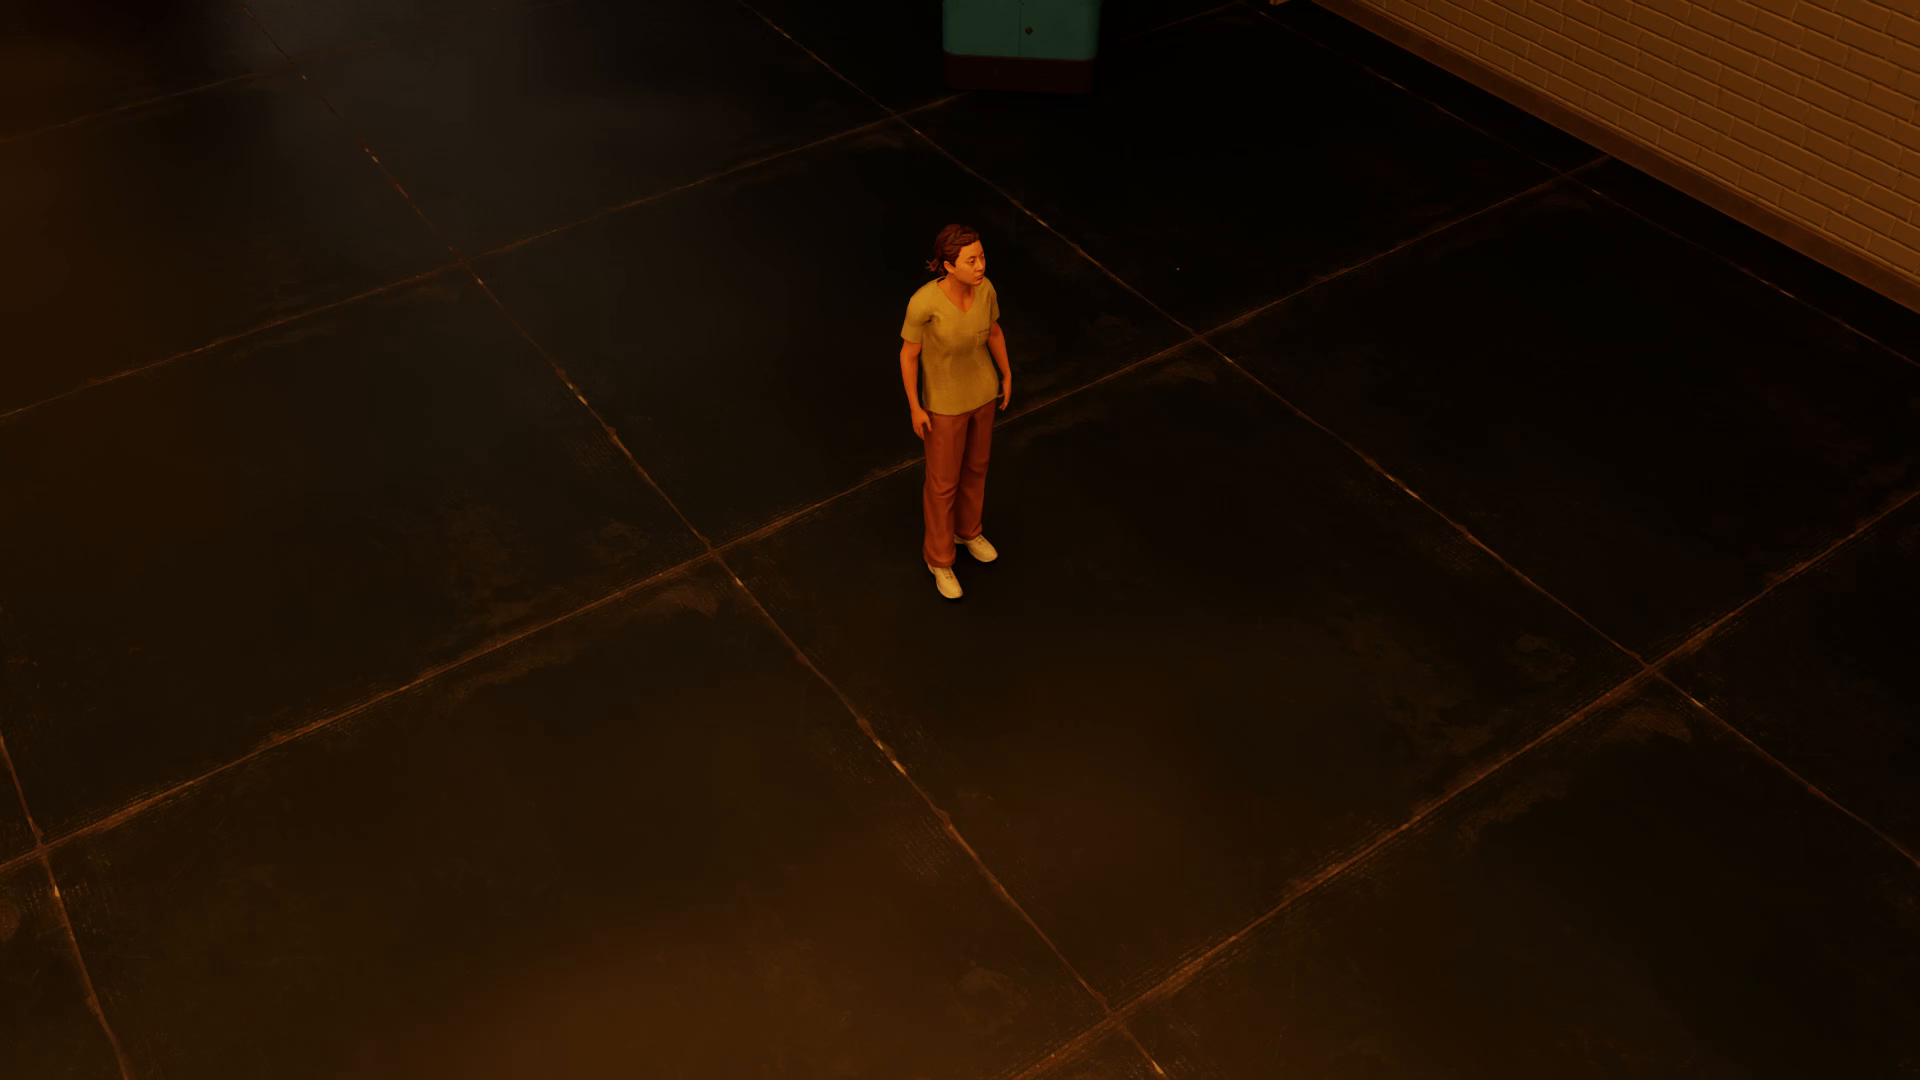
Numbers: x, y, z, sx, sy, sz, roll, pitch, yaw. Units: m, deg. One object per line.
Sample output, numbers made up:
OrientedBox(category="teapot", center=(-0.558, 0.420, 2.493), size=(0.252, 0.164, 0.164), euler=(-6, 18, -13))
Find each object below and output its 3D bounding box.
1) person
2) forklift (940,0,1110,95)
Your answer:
OrientedBox(category="person", center=(0.010, -0.536, 7.347), size=(0.519, 1.363, 0.396), euler=(-25, 48, -25))
OrientedBox(category="forklift", center=(0.536, -5.005, 11.146), size=(1.130, 2.935, 3.031), euler=(4, 43, 4))
